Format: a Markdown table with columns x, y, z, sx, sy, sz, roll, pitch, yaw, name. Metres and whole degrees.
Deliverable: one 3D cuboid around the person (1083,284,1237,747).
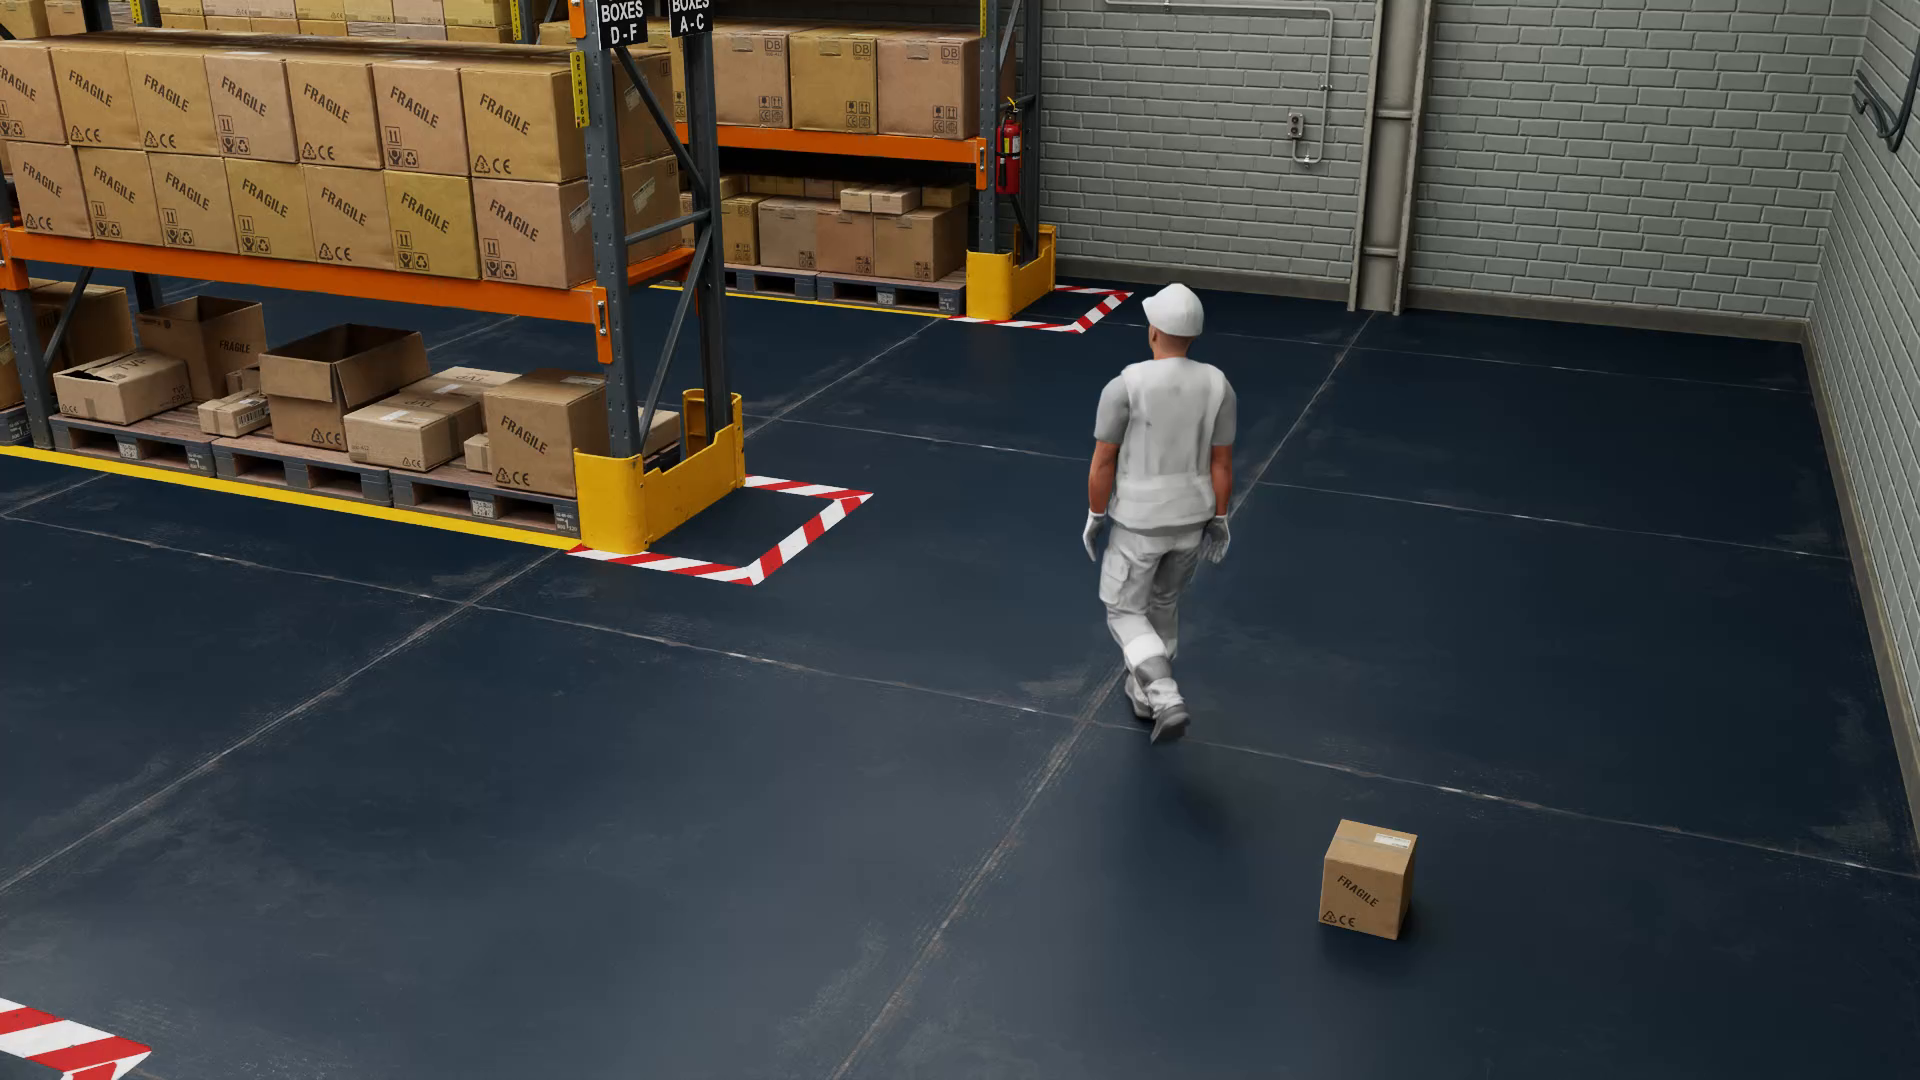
| x | y | z | sx | sy | sz | roll | pitch | yaw | name |
| --- | --- | --- | --- | --- | --- | --- | --- | --- | --- |
| 0.753 | -0.056 | 6.170 | 0.559 | 1.769 | 0.842 | -5 | 23 | -13 | person |
